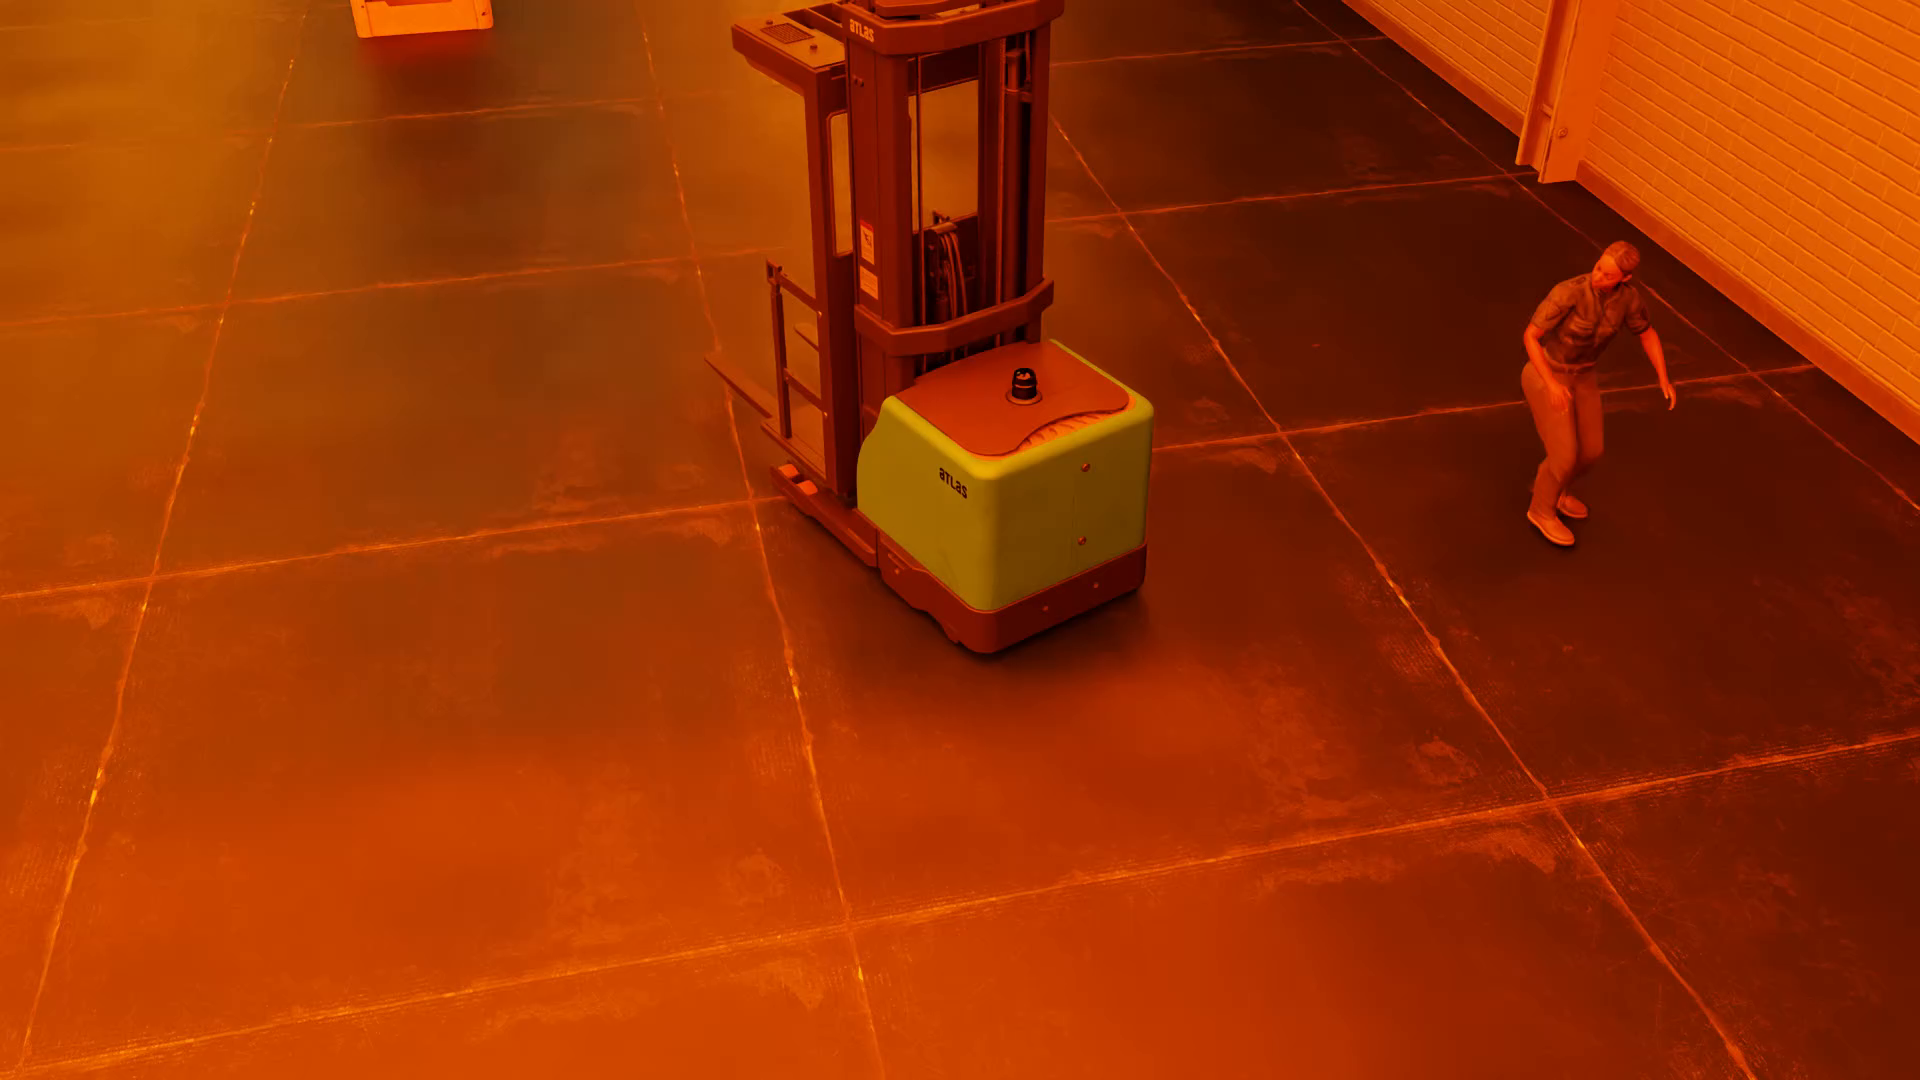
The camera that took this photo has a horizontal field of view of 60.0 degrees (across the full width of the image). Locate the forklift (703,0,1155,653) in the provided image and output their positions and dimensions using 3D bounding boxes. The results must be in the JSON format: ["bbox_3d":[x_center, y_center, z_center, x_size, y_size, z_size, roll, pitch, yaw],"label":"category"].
[{"bbox_3d":[-0.350,-1.480,8.107,1.130,2.935,3.031,-22,41,-28],"label":"forklift"}]

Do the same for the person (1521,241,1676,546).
[{"bbox_3d":[3.092,-0.709,8.167,0.695,1.613,0.621,-16,39,-20],"label":"person"}]
